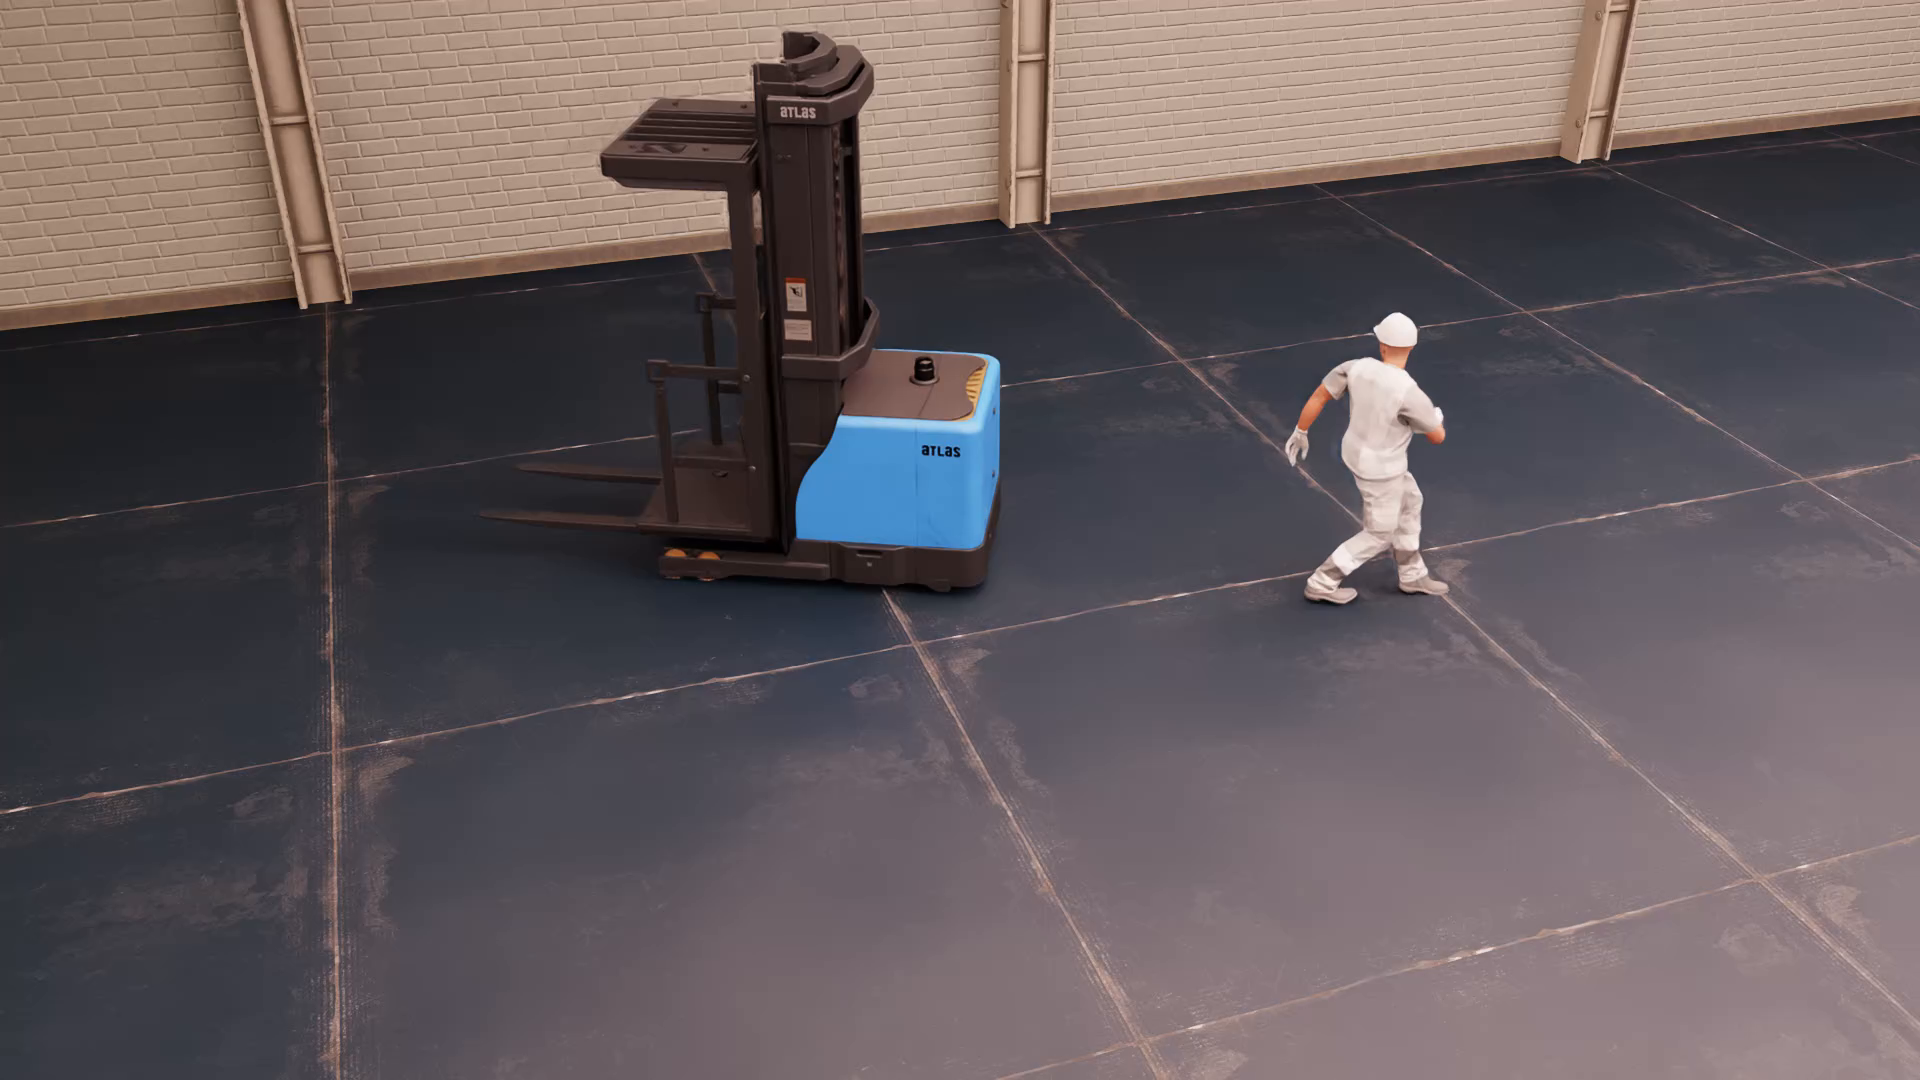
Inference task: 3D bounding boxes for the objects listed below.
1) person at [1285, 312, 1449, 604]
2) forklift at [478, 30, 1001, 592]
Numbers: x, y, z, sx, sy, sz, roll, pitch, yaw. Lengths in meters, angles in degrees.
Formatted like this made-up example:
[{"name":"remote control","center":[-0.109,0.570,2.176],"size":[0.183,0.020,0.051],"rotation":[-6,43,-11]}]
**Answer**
[{"name":"person","center":[2.310,-0.421,9.067],"size":[0.986,1.713,0.560],"rotation":[-6,30,-10]},{"name":"forklift","center":[-1.308,-1.290,9.329],"size":[3.031,2.935,1.130],"rotation":[4,30,6]}]
